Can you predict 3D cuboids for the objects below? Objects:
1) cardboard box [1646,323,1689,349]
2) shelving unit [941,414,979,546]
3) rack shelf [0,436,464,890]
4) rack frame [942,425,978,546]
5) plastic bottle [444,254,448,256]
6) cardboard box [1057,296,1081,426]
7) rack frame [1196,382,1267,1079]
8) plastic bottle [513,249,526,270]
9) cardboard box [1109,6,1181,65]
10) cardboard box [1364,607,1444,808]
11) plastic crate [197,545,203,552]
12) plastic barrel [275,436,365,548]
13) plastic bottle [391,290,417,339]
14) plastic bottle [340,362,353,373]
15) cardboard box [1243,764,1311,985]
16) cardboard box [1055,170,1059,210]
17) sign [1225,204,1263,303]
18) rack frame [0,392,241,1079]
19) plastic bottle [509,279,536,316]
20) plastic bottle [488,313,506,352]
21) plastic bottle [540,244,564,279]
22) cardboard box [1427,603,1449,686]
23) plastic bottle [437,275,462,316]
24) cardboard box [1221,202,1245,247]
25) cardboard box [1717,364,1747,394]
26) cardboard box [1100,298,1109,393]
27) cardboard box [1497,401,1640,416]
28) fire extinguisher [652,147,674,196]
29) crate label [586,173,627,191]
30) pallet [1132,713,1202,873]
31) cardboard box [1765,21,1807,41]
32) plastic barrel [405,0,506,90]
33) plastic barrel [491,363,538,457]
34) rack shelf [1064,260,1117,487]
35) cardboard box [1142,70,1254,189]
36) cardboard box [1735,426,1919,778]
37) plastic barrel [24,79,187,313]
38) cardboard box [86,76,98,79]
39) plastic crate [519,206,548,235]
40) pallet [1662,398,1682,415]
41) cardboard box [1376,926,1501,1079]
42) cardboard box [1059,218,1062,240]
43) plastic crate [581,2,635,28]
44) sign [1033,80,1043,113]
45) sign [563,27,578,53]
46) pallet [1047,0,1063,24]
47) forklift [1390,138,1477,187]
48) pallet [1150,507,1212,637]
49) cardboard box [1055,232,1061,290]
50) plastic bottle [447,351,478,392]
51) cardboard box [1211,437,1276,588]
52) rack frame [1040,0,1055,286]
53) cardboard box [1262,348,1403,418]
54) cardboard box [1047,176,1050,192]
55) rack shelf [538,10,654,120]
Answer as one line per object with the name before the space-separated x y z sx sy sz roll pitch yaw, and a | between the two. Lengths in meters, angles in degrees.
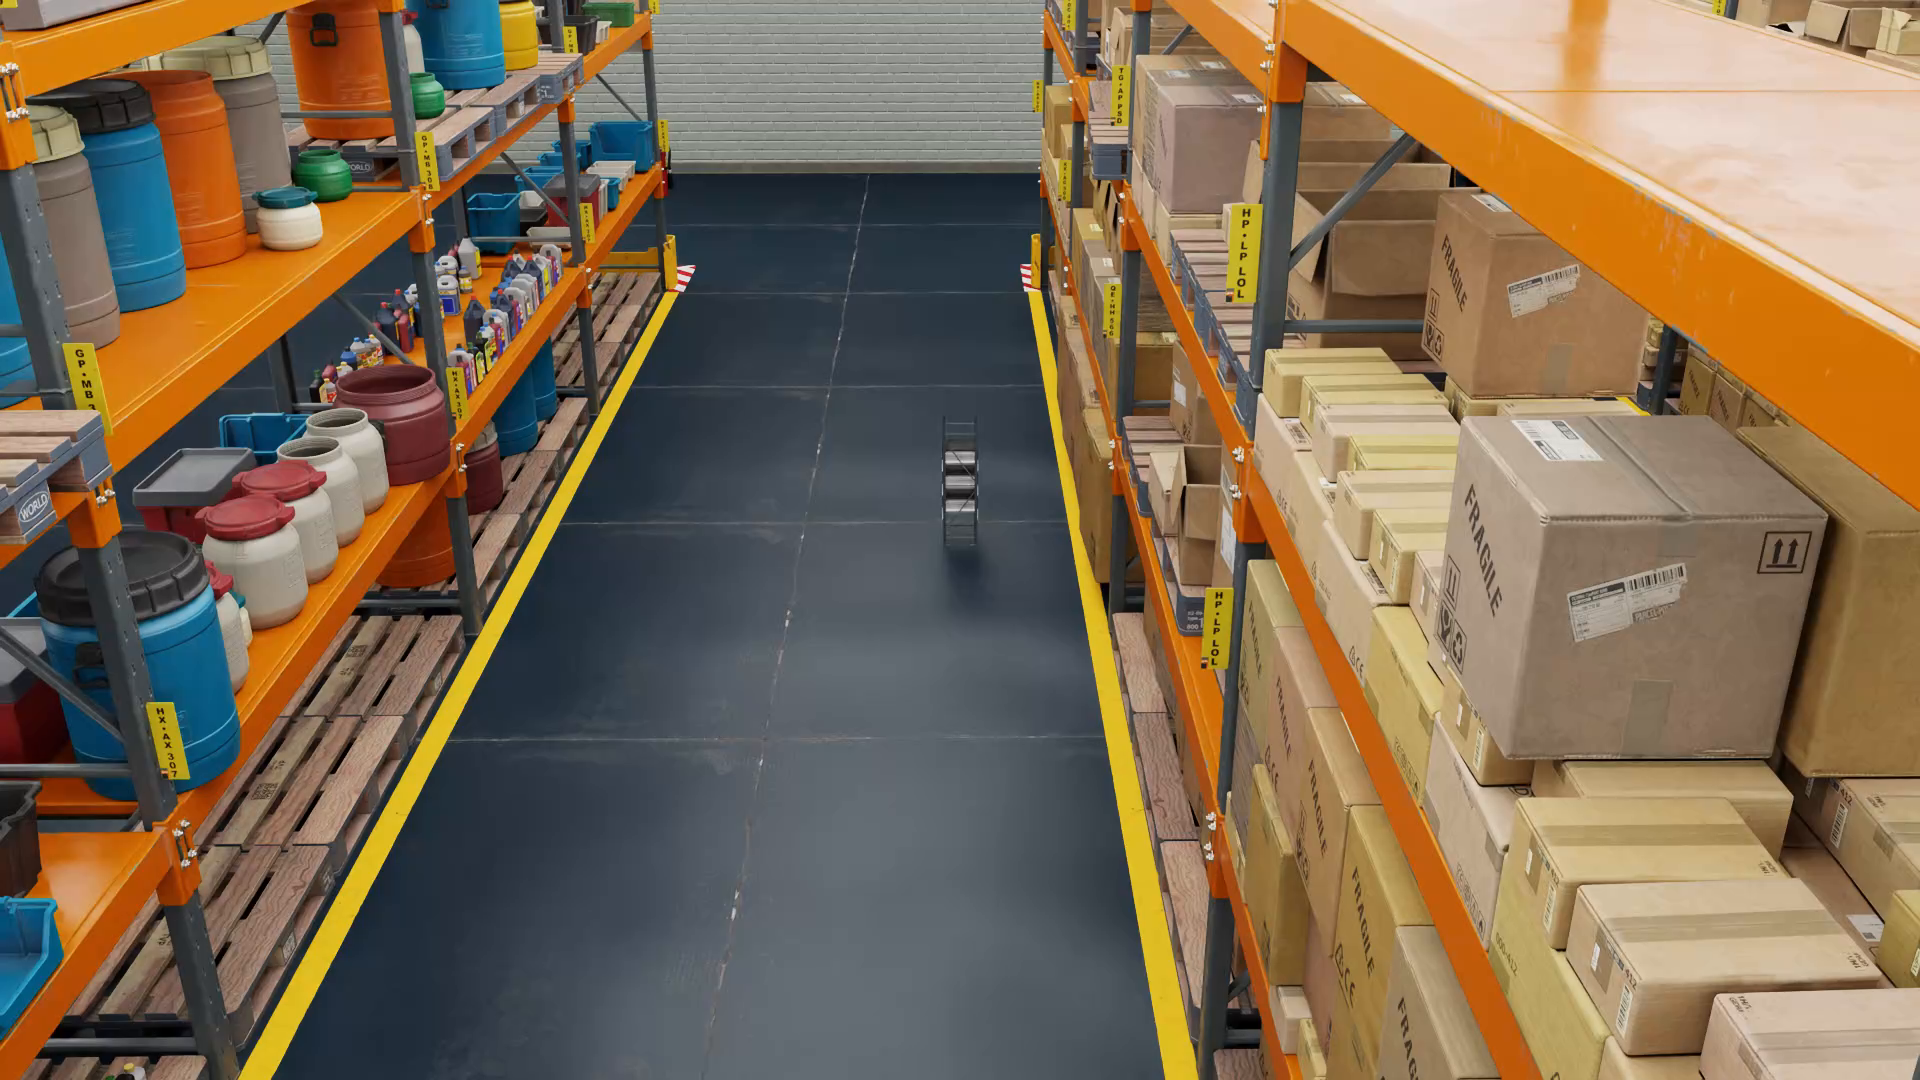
cardboard box | 6.091 -1.742 14.189 0.380 0.149 0.250 0 24 1
shelving unit | 0.000 -0.413 11.572 0.258 0.900 0.210 0 24 -1
rack shelf | -3.493 0.370 8.164 1.077 0.370 4.000 0 24 -1
rack frame | 0.001 -0.371 11.479 0.240 0.900 0.006 0 24 -1
plastic bottle | -3.959 -2.076 12.856 0.097 0.271 0.097 0 24 0
cardboard box | 1.422 -1.412 13.300 1.225 0.875 0.875 0 24 0
rack frame | 1.482 0.844 6.243 1.000 3.000 0.127 0 24 -1
plastic bottle | -3.365 -2.030 12.657 0.144 0.351 0.185 0 24 -1
cardboard box | 1.395 -3.251 11.023 0.797 0.503 0.637 -1 24 -1
cardboard box | 1.250 0.372 3.828 0.500 0.250 0.500 -1 24 -1
plastic crate | -3.772 0.247 7.822 0.450 0.188 0.662 0 24 -1
plastic barrel | -3.285 -0.236 8.496 0.421 0.512 0.421 0 24 0
plastic bottle | -3.922 -1.592 11.690 0.144 0.351 0.185 0 24 -1
plastic bottle | -3.932 -1.039 10.648 0.097 0.201 0.097 0 24 0
cardboard box | 1.395 1.055 5.295 0.875 0.500 0.500 0 24 -1
cardboard box | 1.113 -3.124 14.838 0.500 0.250 0.500 0 24 1
sign | 0.927 -0.933 5.429 0.100 0.325 0.005 0 24 -1
rack frame | -3.471 0.867 6.194 1.000 3.000 0.127 0 24 -1
plastic bottle | -3.220 -1.799 12.238 0.152 0.276 0.135 0 24 -1
plastic bottle | -3.182 -1.427 11.421 0.097 0.271 0.097 0 24 0
plastic bottle | -3.231 -2.212 13.152 0.152 0.276 0.135 0 24 -1
cardboard box | 1.247 0.250 3.615 0.380 0.149 0.250 -1 24 -3
plastic bottle | -3.772 -1.800 12.241 0.152 0.276 0.135 0 24 -1
cardboard box | 1.361 -1.379 7.294 0.380 0.166 0.250 -1 24 -2
cardboard box | 6.107 -1.302 12.602 0.500 0.250 0.500 0 24 1
cardboard box | 1.185 -1.257 10.768 0.500 0.500 0.500 0 24 -1
cardboard box | 1.775 -0.290 4.809 0.380 0.149 0.250 -1 24 -3
fire extinguisher | -3.149 -3.937 17.362 0.296 0.674 0.183 0 24 -1
crate label | -3.396 -3.416 15.910 0.396 0.136 0.243 0 24 -1
pallet | 1.456 1.290 8.642 1.003 0.211 1.213 0 24 -1
cardboard box | 6.155 -3.587 11.999 0.500 0.311 0.500 -1 24 -1
plastic barrel | -3.387 -3.514 11.121 0.600 0.901 0.708 0 24 -1
plastic barrel | -3.562 -1.149 12.688 0.600 0.901 0.708 0 24 -1
rack shelf | 1.416 -1.300 11.858 1.077 0.370 4.000 0 24 -1
cardboard box | 1.188 -2.040 8.253 0.500 0.500 0.500 0 24 0
cardboard box | 1.779 0.104 3.151 0.500 0.500 0.500 0 24 -1
plastic barrel | -3.708 -1.476 7.126 0.600 0.901 0.708 0 24 -1
cardboard box | -8.269 -4.168 15.992 0.500 0.500 0.500 0 24 1
plastic crate | -3.839 -2.792 14.544 0.437 0.125 0.590 0 24 -1
pallet | 6.365 -0.842 13.355 1.003 0.211 1.213 0 24 -1
cardboard box | 1.258 1.218 3.721 0.500 0.500 0.500 0 24 -1
cardboard box | 1.058 -2.674 14.327 0.380 0.149 0.250 -1 24 -1
plastic crate | -3.305 -4.943 15.657 0.450 0.188 0.336 0 24 -1
sign | 0.796 -4.531 16.982 0.100 0.325 0.005 0 24 -1
sign | -3.008 -3.802 12.867 0.100 0.325 0.005 0 24 -1
pallet | 1.369 -5.121 15.901 1.003 0.211 1.213 0 24 -1
forklift | 3.325 -1.921 12.442 1.130 2.935 3.031 -2 24 -4
pallet | 1.501 0.099 8.124 1.003 0.211 1.213 0 24 -1
cardboard box | 1.438 -3.060 16.945 0.875 0.875 0.875 0 24 -1
plastic bottle | -3.201 -1.096 10.683 0.152 0.276 0.135 0 24 -1
cardboard box | 1.613 0.052 6.758 1.000 1.000 1.000 0 24 0
rack frame | 1.351 -4.100 17.176 1.000 3.000 0.127 0 24 -1
cardboard box | 1.177 -0.500 5.275 0.380 0.149 0.250 -1 24 -2
cardboard box | 1.038 -3.415 15.965 0.380 0.149 0.250 -1 24 -2
rack shelf | -3.580 -4.293 14.835 1.077 0.370 4.000 0 24 -1
